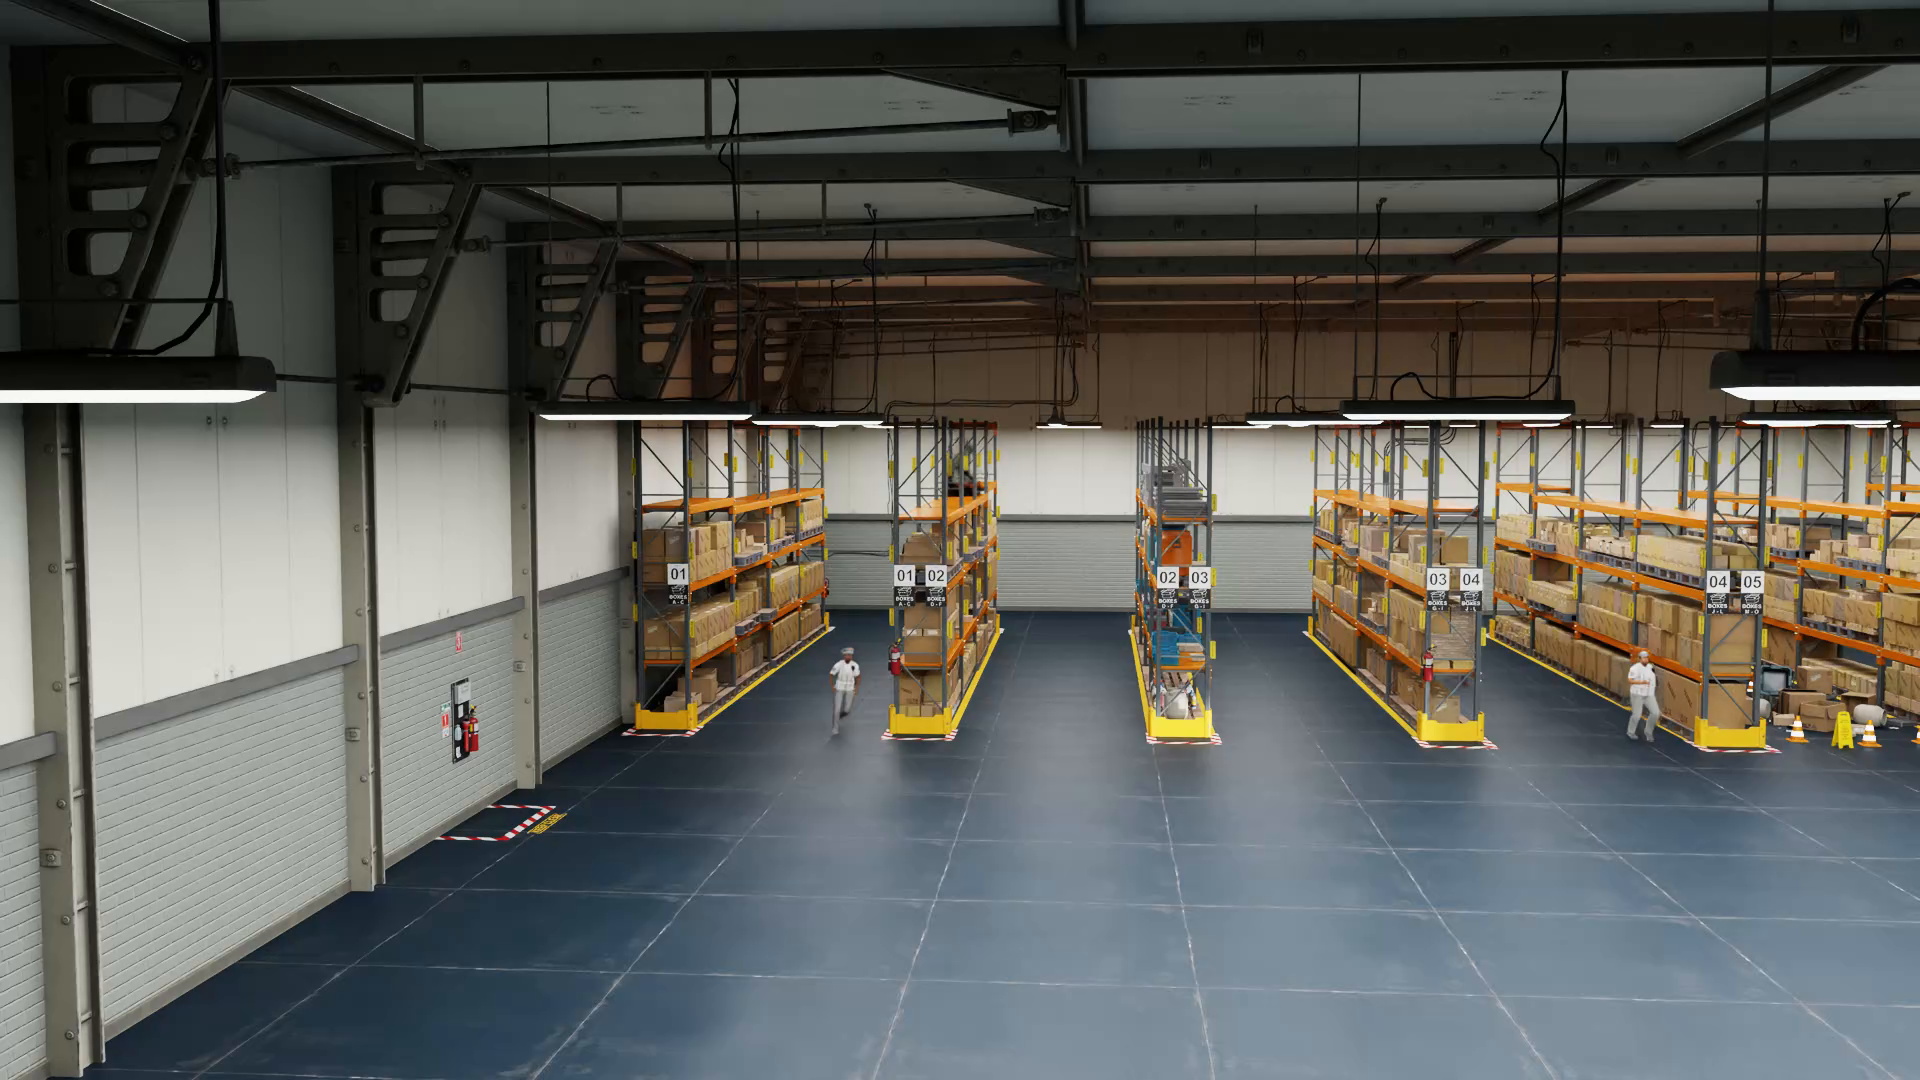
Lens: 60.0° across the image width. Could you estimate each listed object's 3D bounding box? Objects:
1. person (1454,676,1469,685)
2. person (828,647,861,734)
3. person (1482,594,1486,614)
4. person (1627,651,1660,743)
[{"bbox_3d":[11.396,2.479,37.534,0.611,1.604,0.547,0,4,-3],"label":"person"},{"bbox_3d":[-2.186,2.853,31.613,0.624,1.643,0.516,-1,4,-10],"label":"person"},{"bbox_3d":[13.449,1.993,43.616,0.710,1.805,0.941,0,4,7],"label":"person"},{"bbox_3d":[12.620,2.903,30.709,0.601,1.719,0.646,-1,4,-9],"label":"person"}]
